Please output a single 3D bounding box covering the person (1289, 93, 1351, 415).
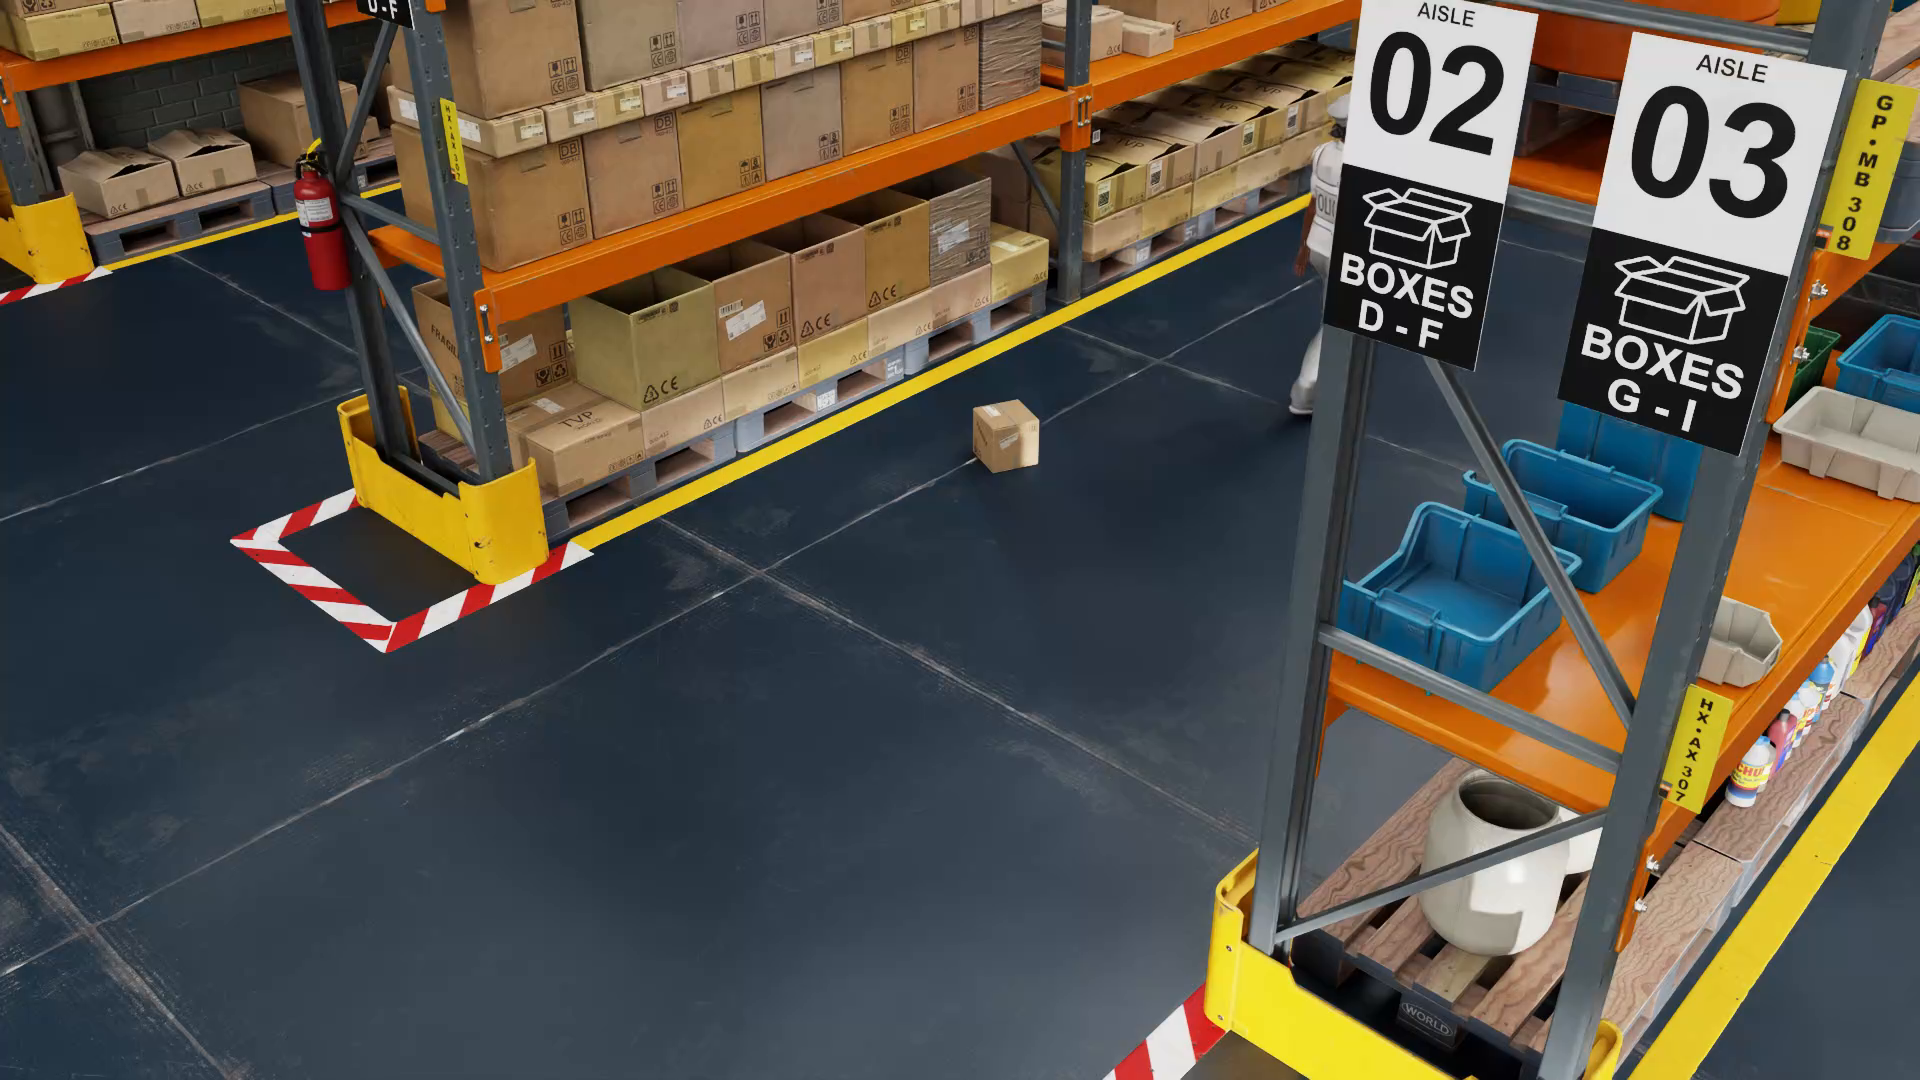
[{"bbox_3d":[1.946,-1.410,8.436,0.518,1.755,0.485,-13,34,-21],"label":"person"}]
